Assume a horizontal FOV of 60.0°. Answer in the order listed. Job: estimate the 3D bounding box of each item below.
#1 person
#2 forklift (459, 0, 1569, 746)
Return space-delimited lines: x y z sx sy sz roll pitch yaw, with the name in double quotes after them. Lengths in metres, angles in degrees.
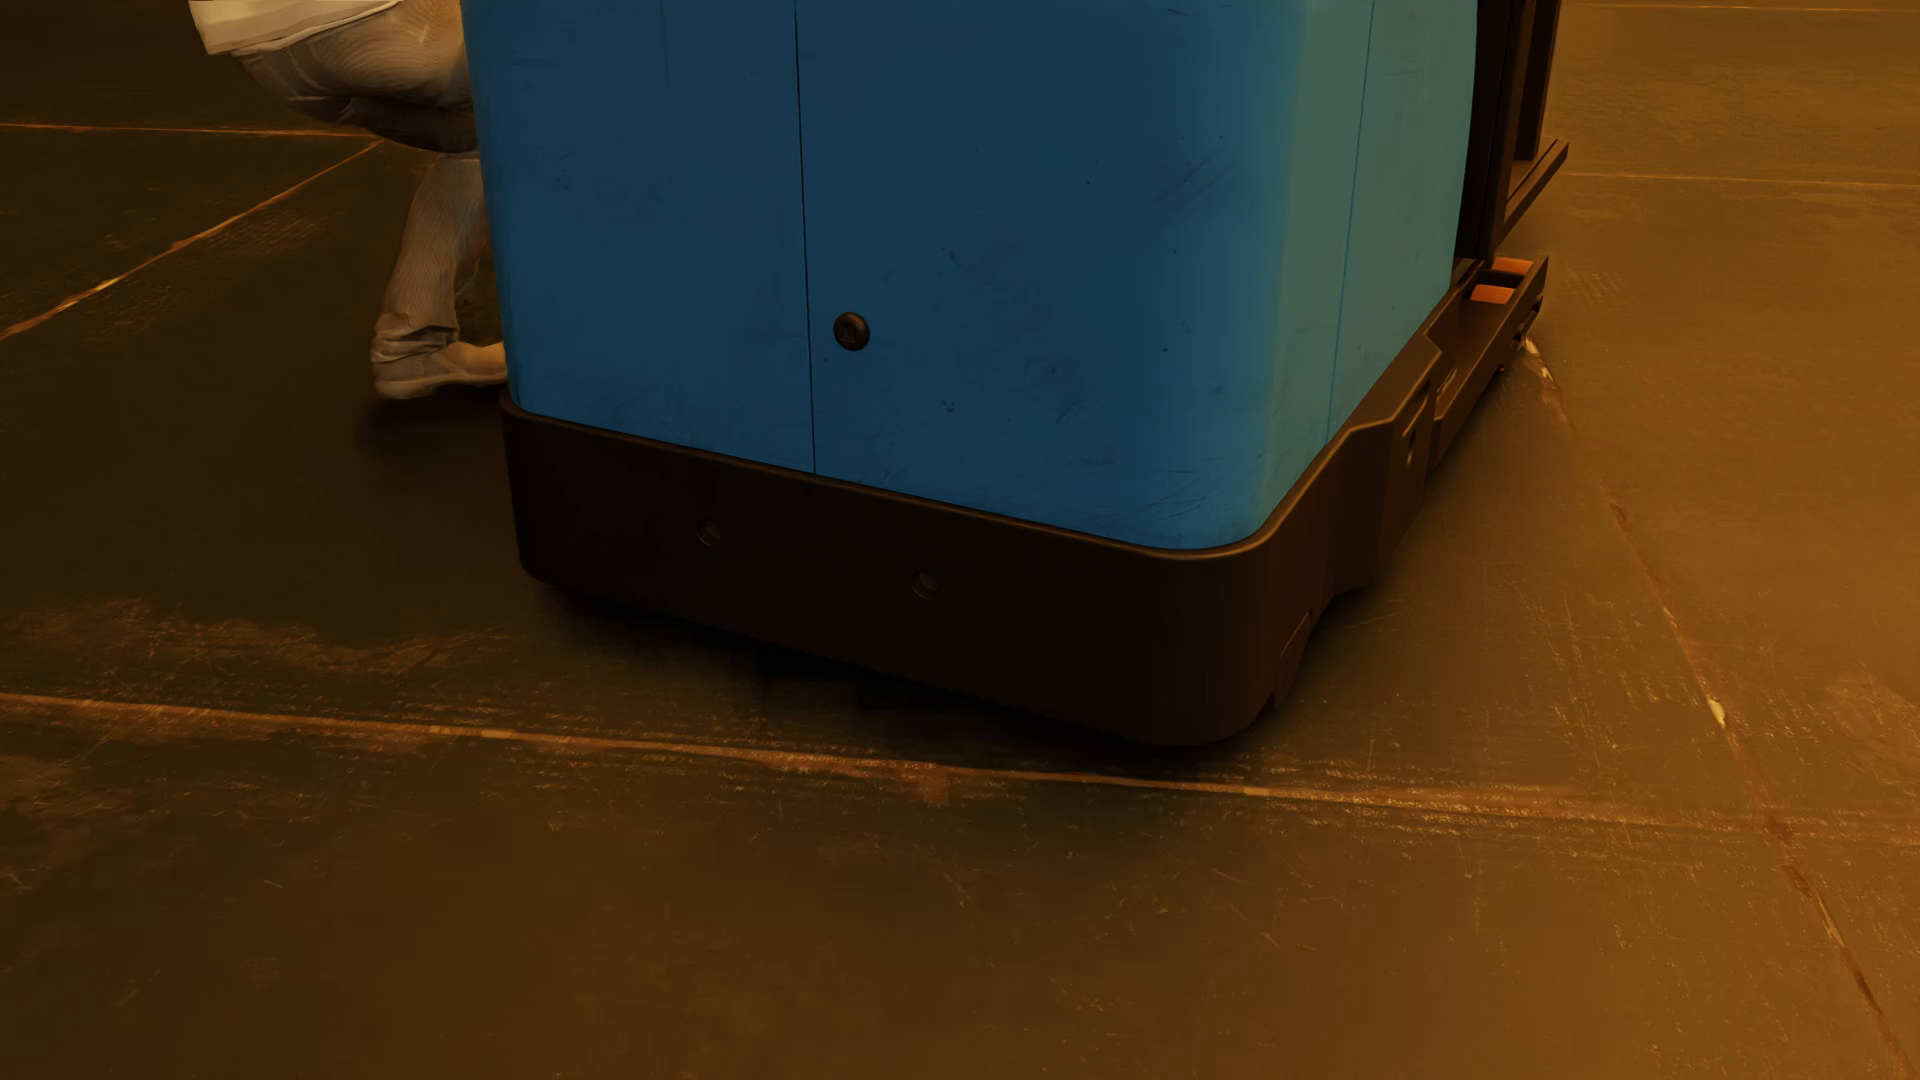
-0.875 -0.981 2.791 1.580 1.466 0.799 12 29 22 "person"
0.509 -1.706 2.637 1.130 2.935 3.031 13 29 24 "forklift"
